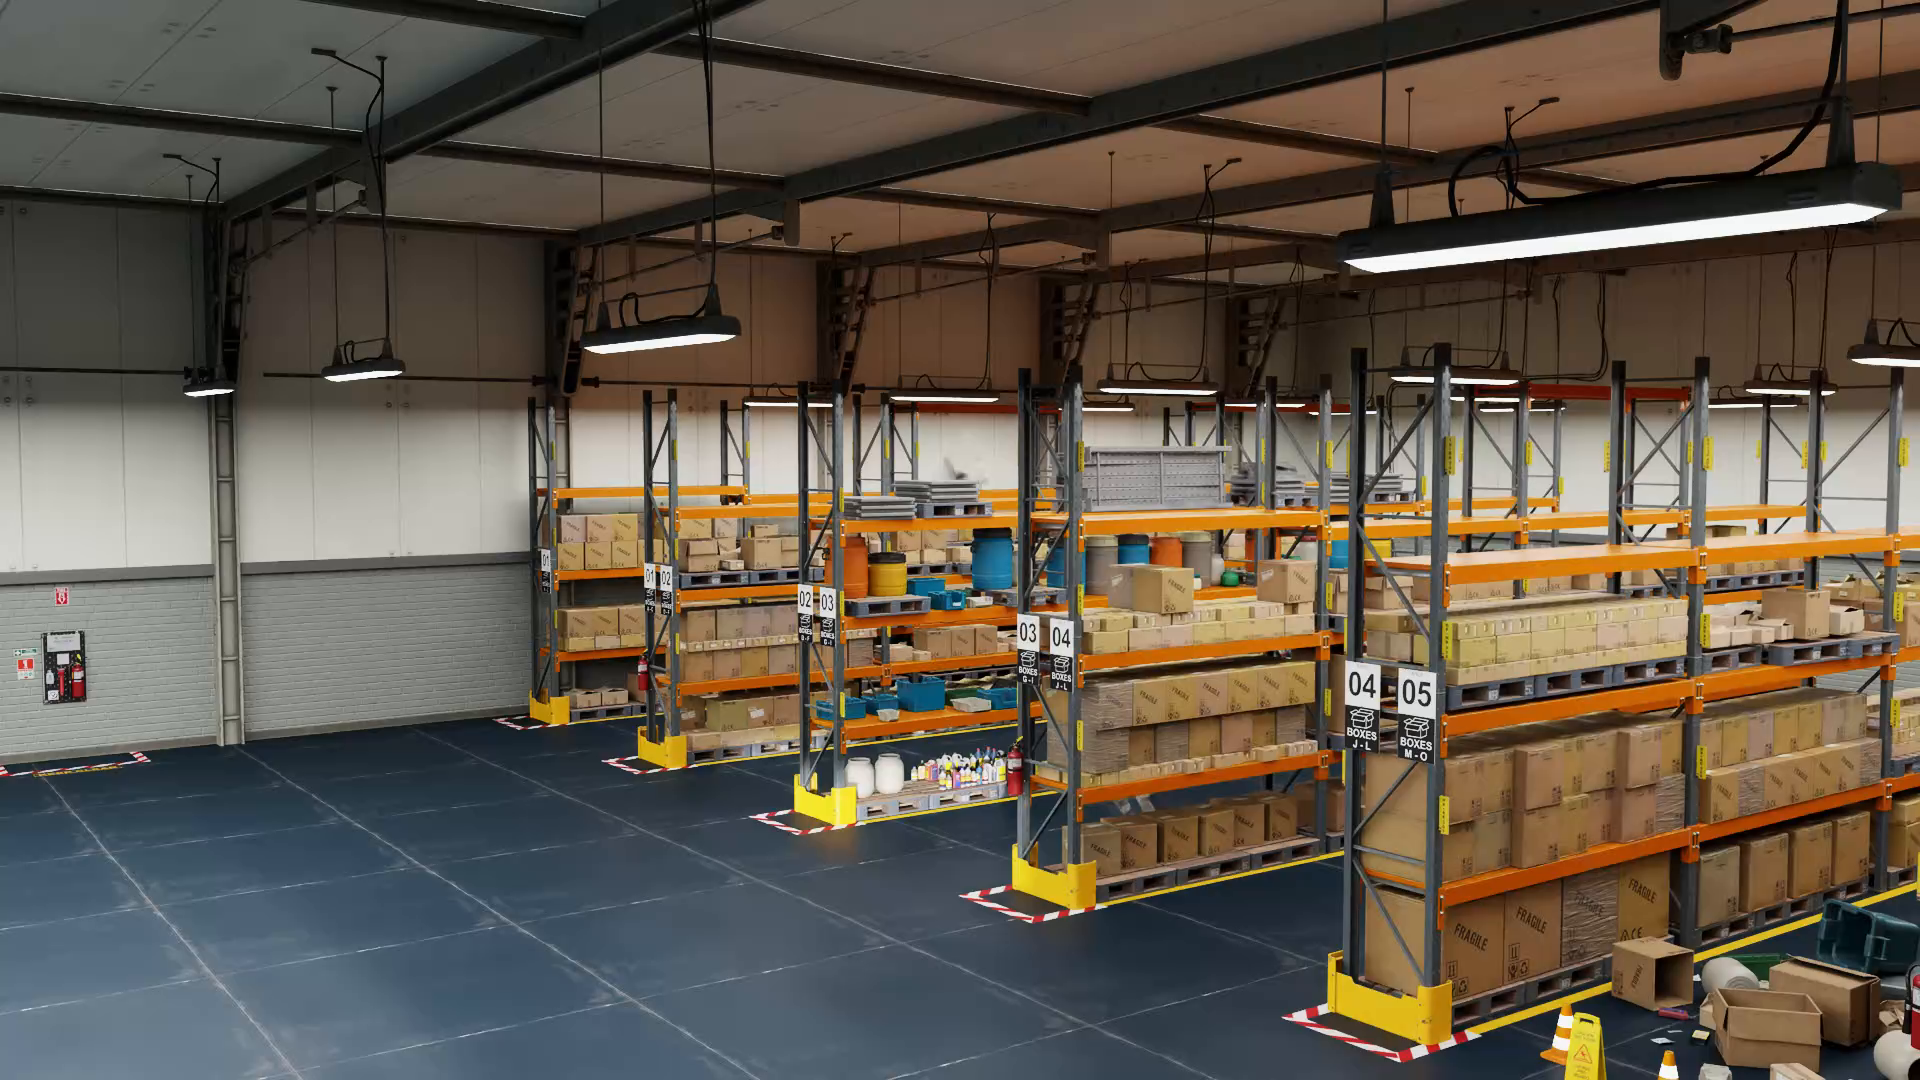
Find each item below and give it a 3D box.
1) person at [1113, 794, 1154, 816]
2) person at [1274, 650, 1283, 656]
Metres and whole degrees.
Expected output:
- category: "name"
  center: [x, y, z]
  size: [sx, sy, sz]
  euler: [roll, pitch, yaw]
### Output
- category: "person"
  center: [2.242, 2.998, 21.563]
  size: [0.785, 1.778, 0.649]
  euler: [-3, 4, -40]
- category: "person"
  center: [5.898, 2.411, 31.721]
  size: [0.648, 1.840, 0.851]
  euler: [3, 4, 41]
